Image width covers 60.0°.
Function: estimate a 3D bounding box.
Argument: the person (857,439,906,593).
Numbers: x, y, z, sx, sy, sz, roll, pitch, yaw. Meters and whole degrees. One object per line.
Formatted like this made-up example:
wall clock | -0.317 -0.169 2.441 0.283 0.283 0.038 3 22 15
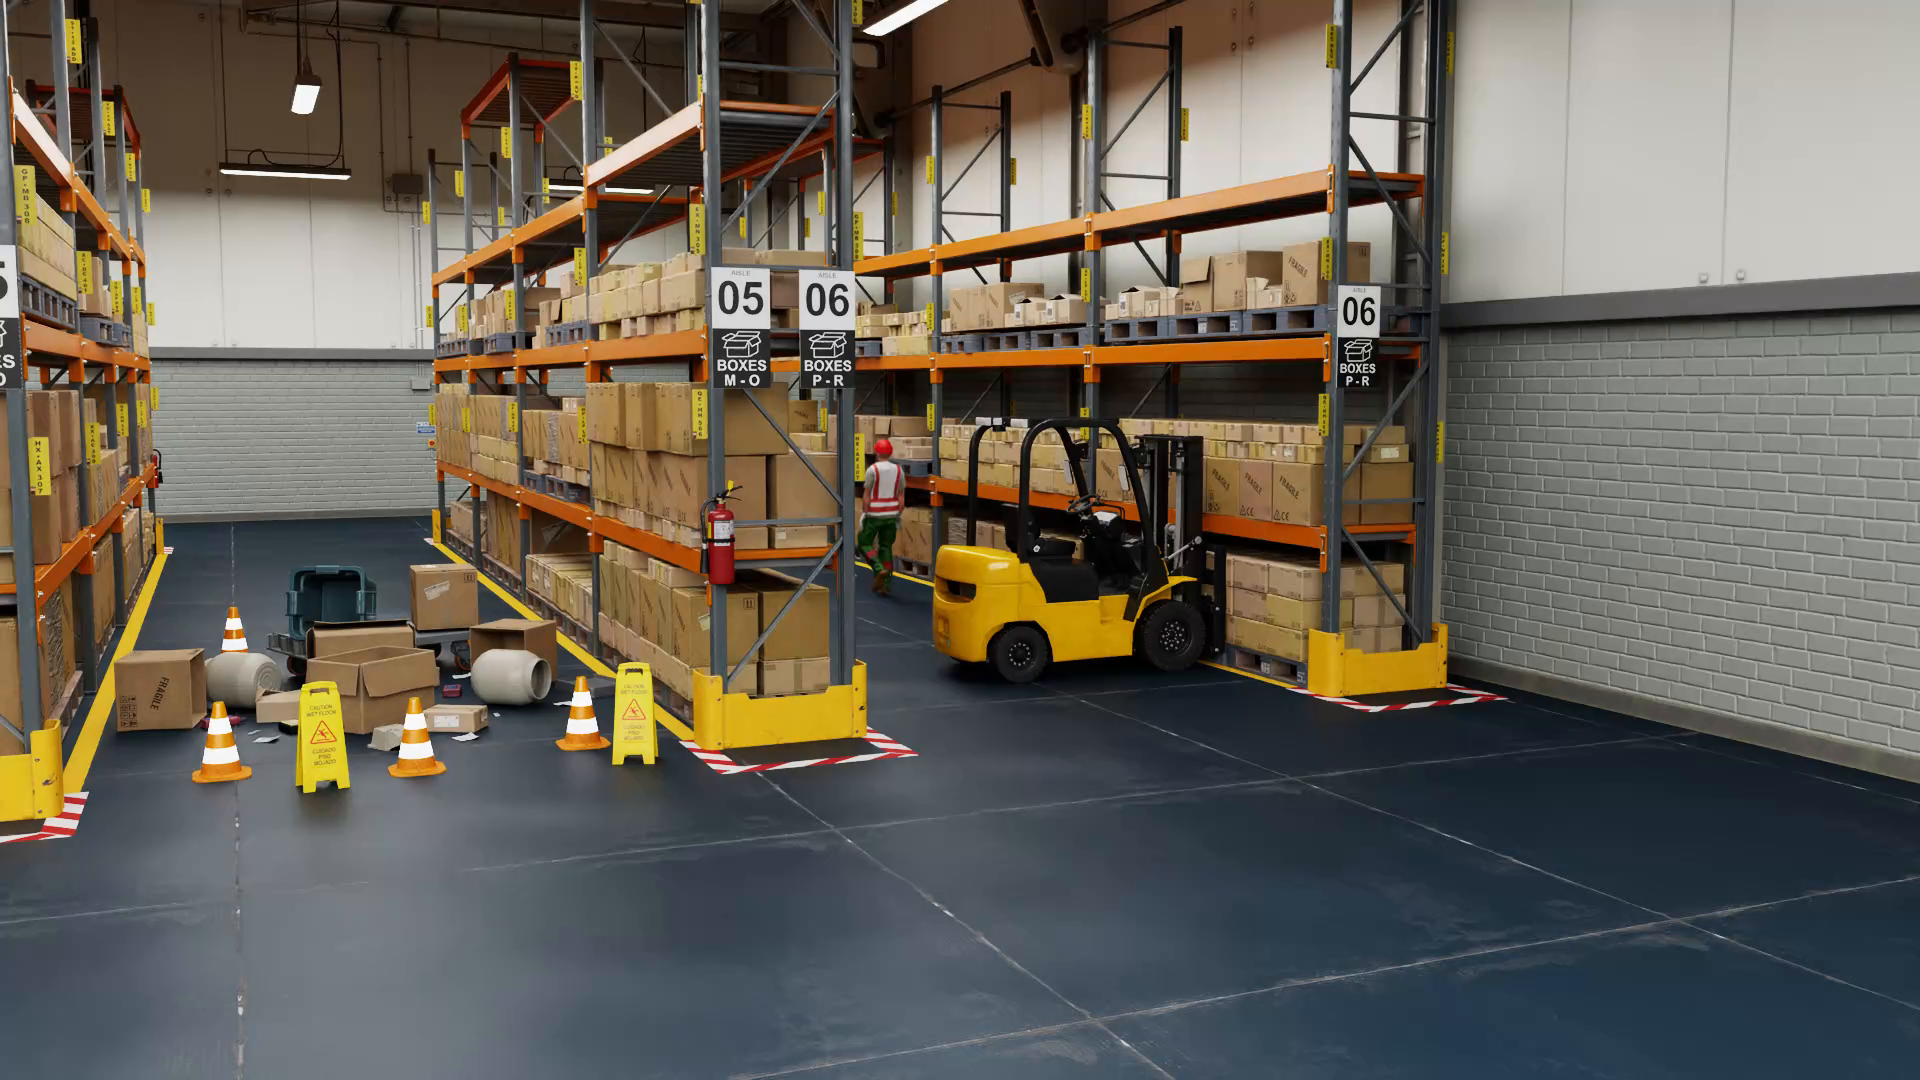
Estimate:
person | -0.905 -0.275 19.177 0.568 1.781 0.508 -3 6 -28
